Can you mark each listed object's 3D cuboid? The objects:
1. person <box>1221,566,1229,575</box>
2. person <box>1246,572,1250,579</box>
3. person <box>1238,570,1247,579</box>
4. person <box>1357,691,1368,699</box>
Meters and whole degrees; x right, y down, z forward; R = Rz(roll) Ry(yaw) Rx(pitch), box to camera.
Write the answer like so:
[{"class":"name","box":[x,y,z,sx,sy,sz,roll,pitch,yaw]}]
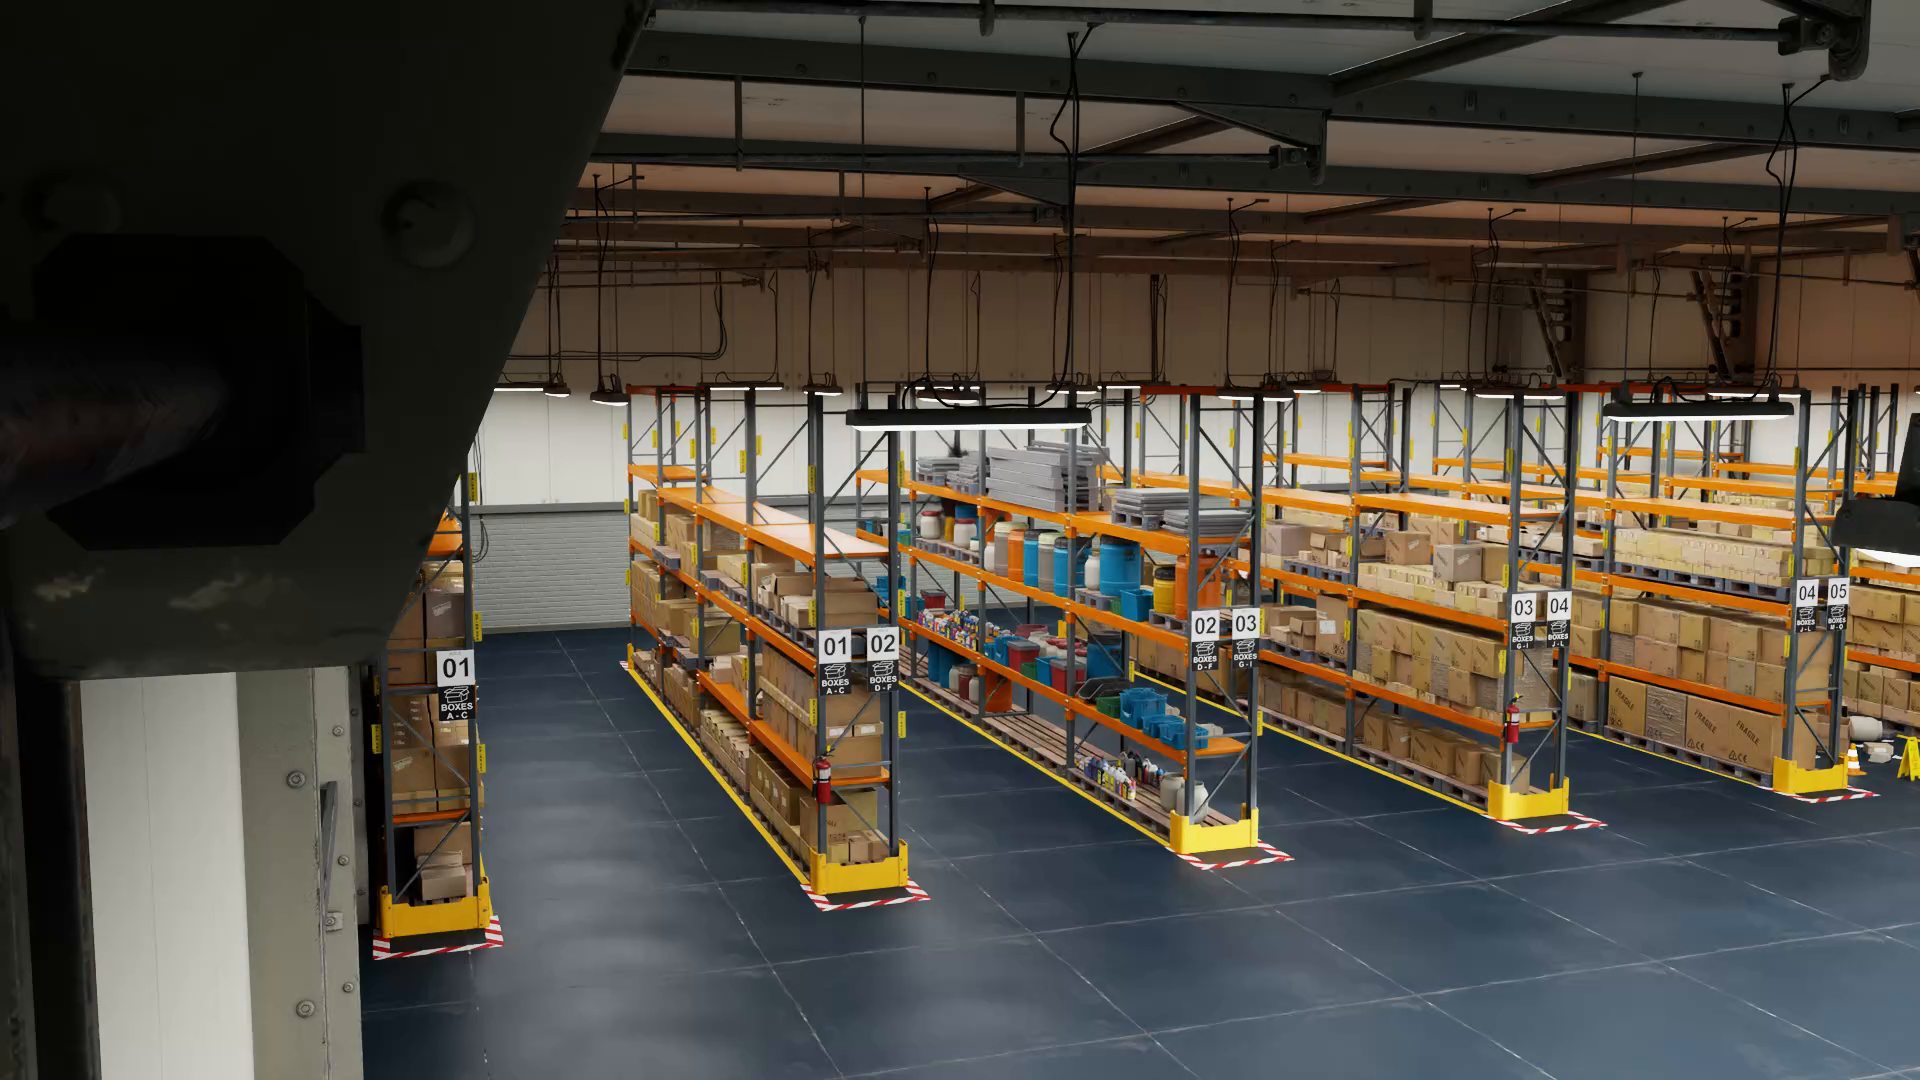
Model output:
[{"class":"person","box":[6.360,1.368,40.297,0.665,1.678,0.796,3,7,29]},{"class":"person","box":[7.142,1.266,41.108,0.615,1.686,0.674,-3,7,-30]},{"class":"person","box":[6.822,1.234,41.243,0.562,1.680,0.766,1,6,6]},{"class":"person","box":[7.481,2.368,30.571,0.585,1.635,0.660,-2,6,-21]}]
